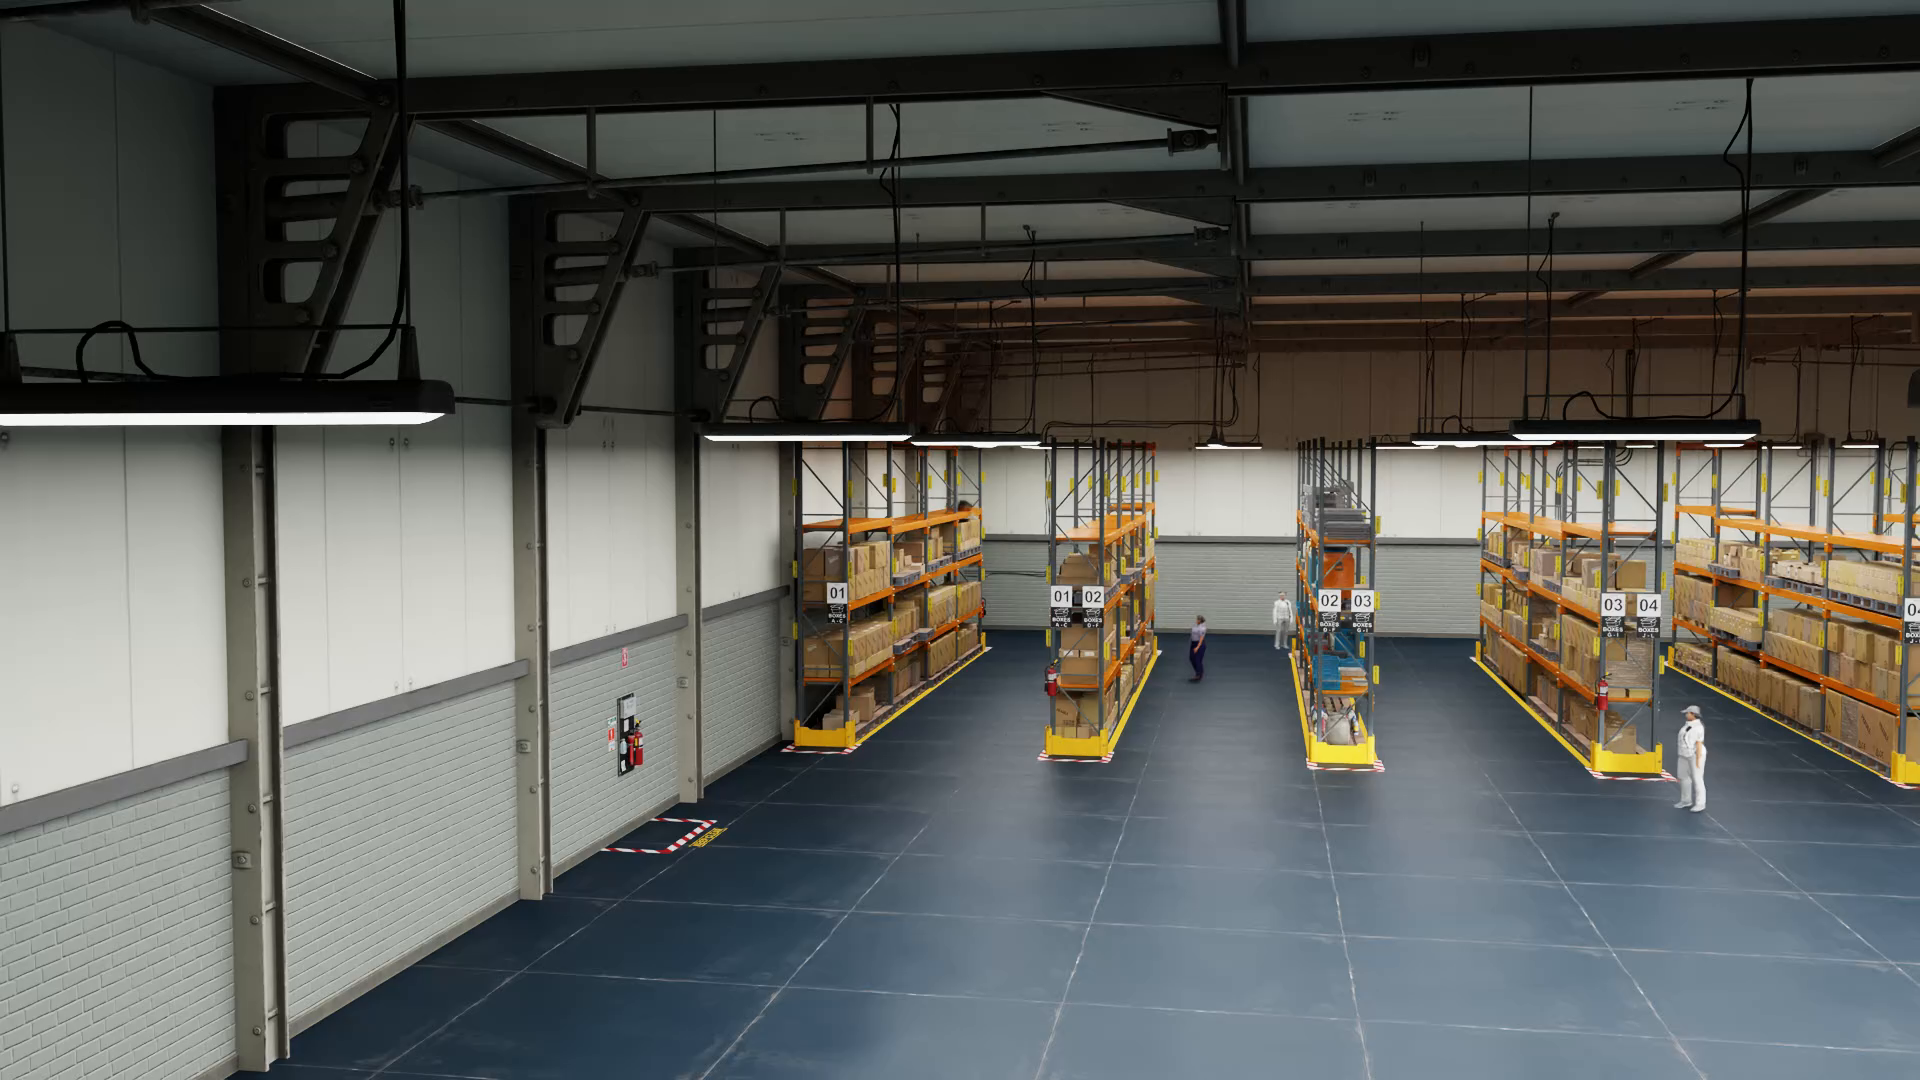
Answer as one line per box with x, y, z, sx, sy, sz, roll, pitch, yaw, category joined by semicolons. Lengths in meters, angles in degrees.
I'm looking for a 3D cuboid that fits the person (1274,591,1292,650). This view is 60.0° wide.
9.413;2.328;48.399;0.528;1.696;0.499;0;3;7;person

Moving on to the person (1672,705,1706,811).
11.677;3.489;26.607;0.436;1.699;0.537;-1;3;-14;person

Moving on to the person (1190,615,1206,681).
5.965;2.722;41.802;0.412;1.705;0.562;-1;3;-18;person
